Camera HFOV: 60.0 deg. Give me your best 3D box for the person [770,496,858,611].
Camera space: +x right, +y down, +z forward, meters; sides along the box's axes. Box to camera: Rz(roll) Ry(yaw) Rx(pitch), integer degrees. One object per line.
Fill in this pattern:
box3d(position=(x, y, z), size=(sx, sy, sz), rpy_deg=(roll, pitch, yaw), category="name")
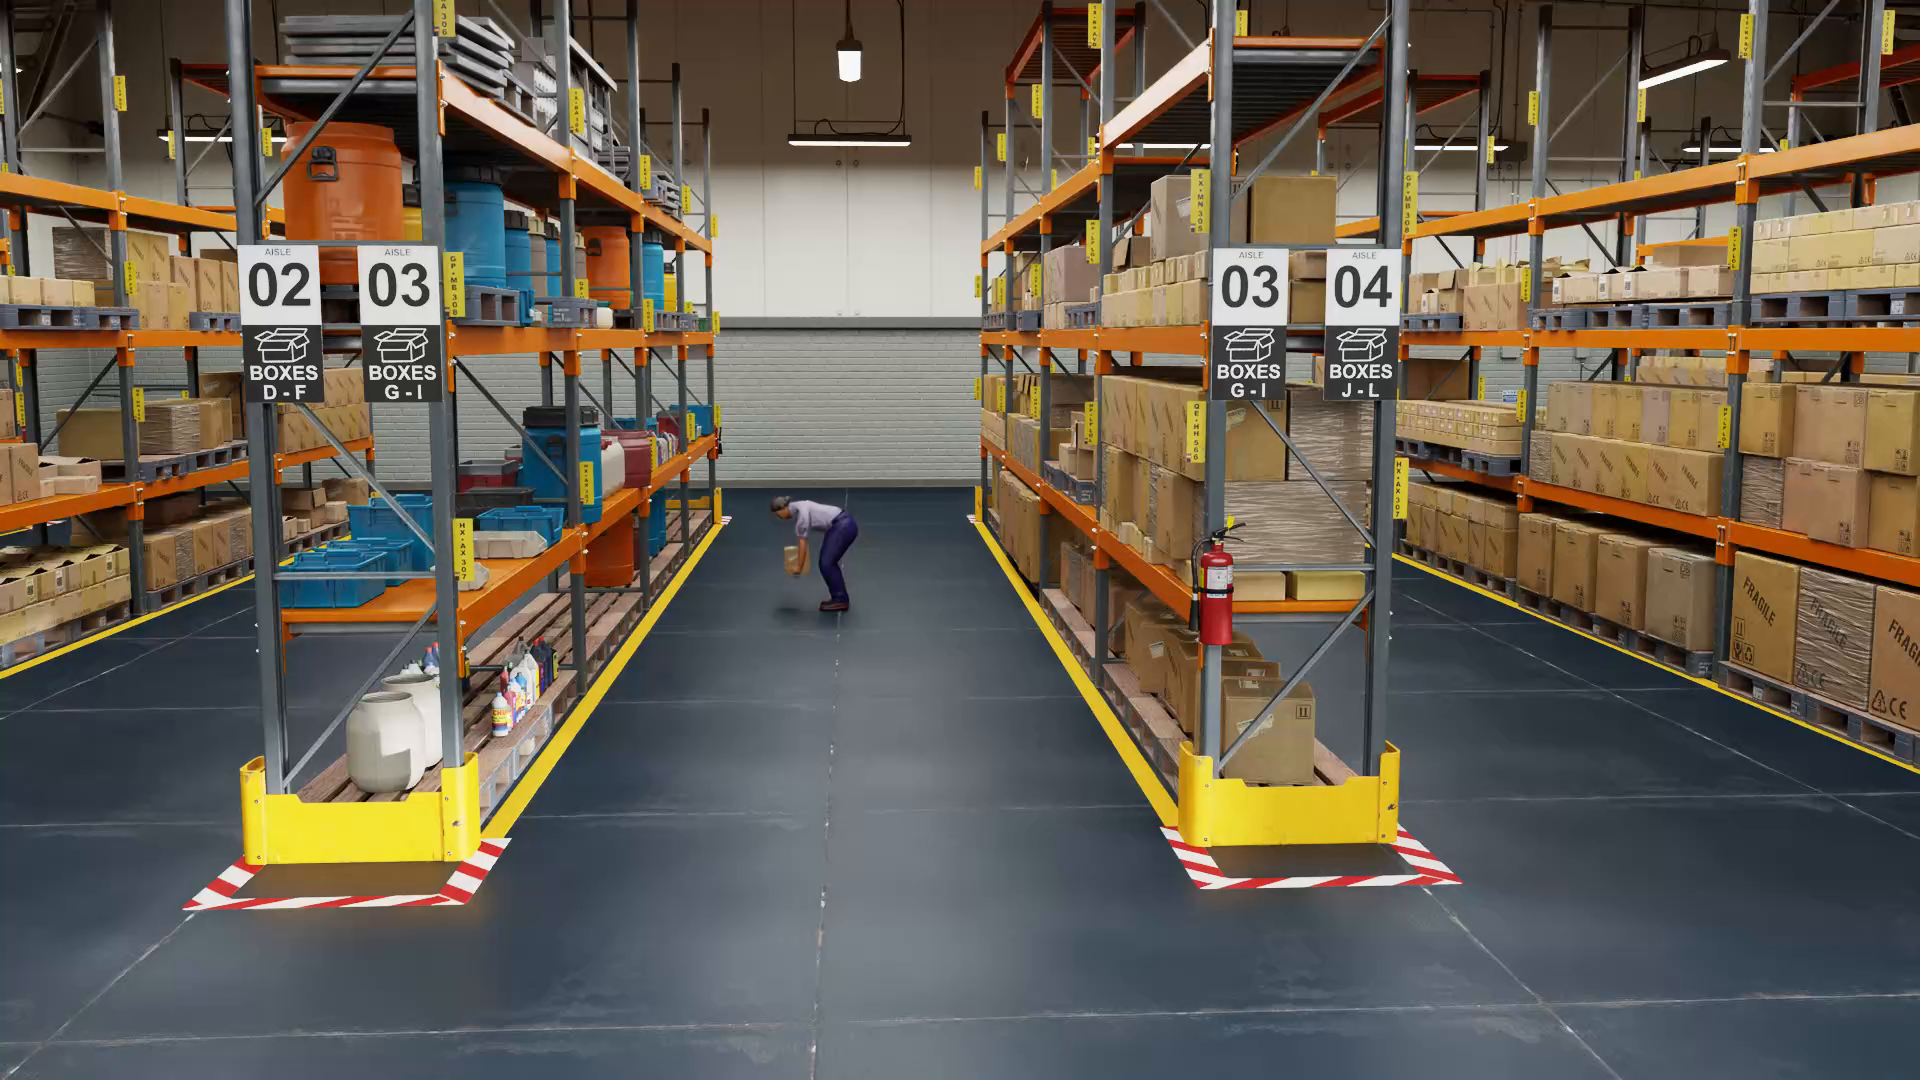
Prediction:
box3d(position=(-1.476, 0.125, 16.857), size=(0.889, 1.153, 0.466), rpy_deg=(-1, 7, -5), category="person")
